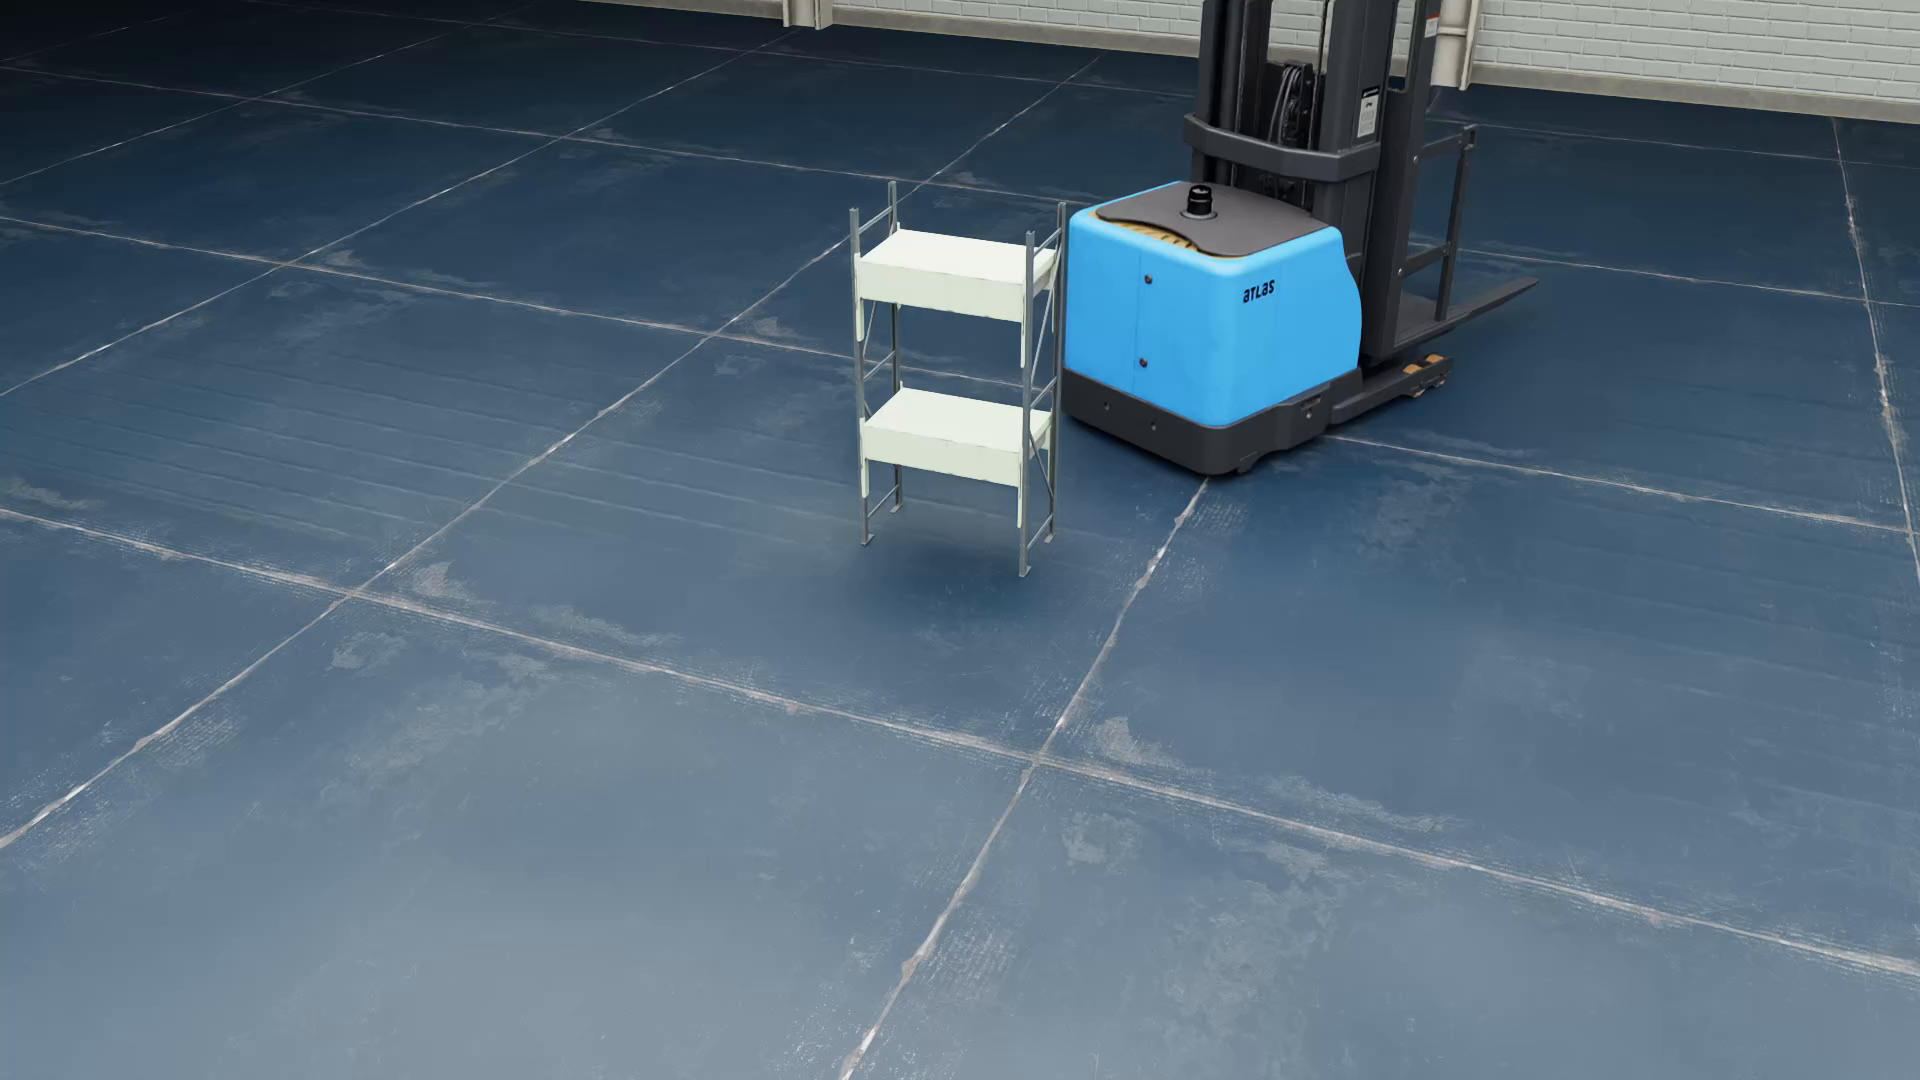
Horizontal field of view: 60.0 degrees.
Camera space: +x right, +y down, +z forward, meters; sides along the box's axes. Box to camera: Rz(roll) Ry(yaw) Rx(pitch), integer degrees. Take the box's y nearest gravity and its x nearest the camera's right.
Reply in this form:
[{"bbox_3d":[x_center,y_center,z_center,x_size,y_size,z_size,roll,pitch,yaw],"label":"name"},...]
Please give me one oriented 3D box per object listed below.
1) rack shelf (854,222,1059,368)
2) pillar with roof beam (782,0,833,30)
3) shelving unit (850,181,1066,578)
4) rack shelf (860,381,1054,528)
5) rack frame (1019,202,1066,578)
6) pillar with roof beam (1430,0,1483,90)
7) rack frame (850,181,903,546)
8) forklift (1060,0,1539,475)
[{"bbox_3d":[-0.006,-0.994,6.691,0.720,0.370,0.431,11,31,19],"label":"rack shelf"},{"bbox_3d":[-3.078,-6.928,10.363,0.400,9.000,9.100,11,31,19],"label":"pillar with roof beam"},{"bbox_3d":[-0.006,-0.654,6.883,0.755,1.500,0.431,11,31,19],"label":"shelving unit"},{"bbox_3d":[-0.006,-0.370,7.044,0.720,0.370,0.431,11,31,19],"label":"rack shelf"},{"bbox_3d":[0.333,-0.586,6.763,0.023,1.500,0.400,11,31,19],"label":"rack frame"},{"bbox_3d":[2.482,-5.818,8.399,0.400,9.000,9.100,11,31,19],"label":"pillar with roof beam"},{"bbox_3d":[-0.345,-0.722,7.003,0.023,1.500,0.400,11,31,19],"label":"rack frame"},{"bbox_3d":[1.929,-2.180,8.128,3.031,2.935,1.130,-24,37,-36],"label":"forklift"}]
